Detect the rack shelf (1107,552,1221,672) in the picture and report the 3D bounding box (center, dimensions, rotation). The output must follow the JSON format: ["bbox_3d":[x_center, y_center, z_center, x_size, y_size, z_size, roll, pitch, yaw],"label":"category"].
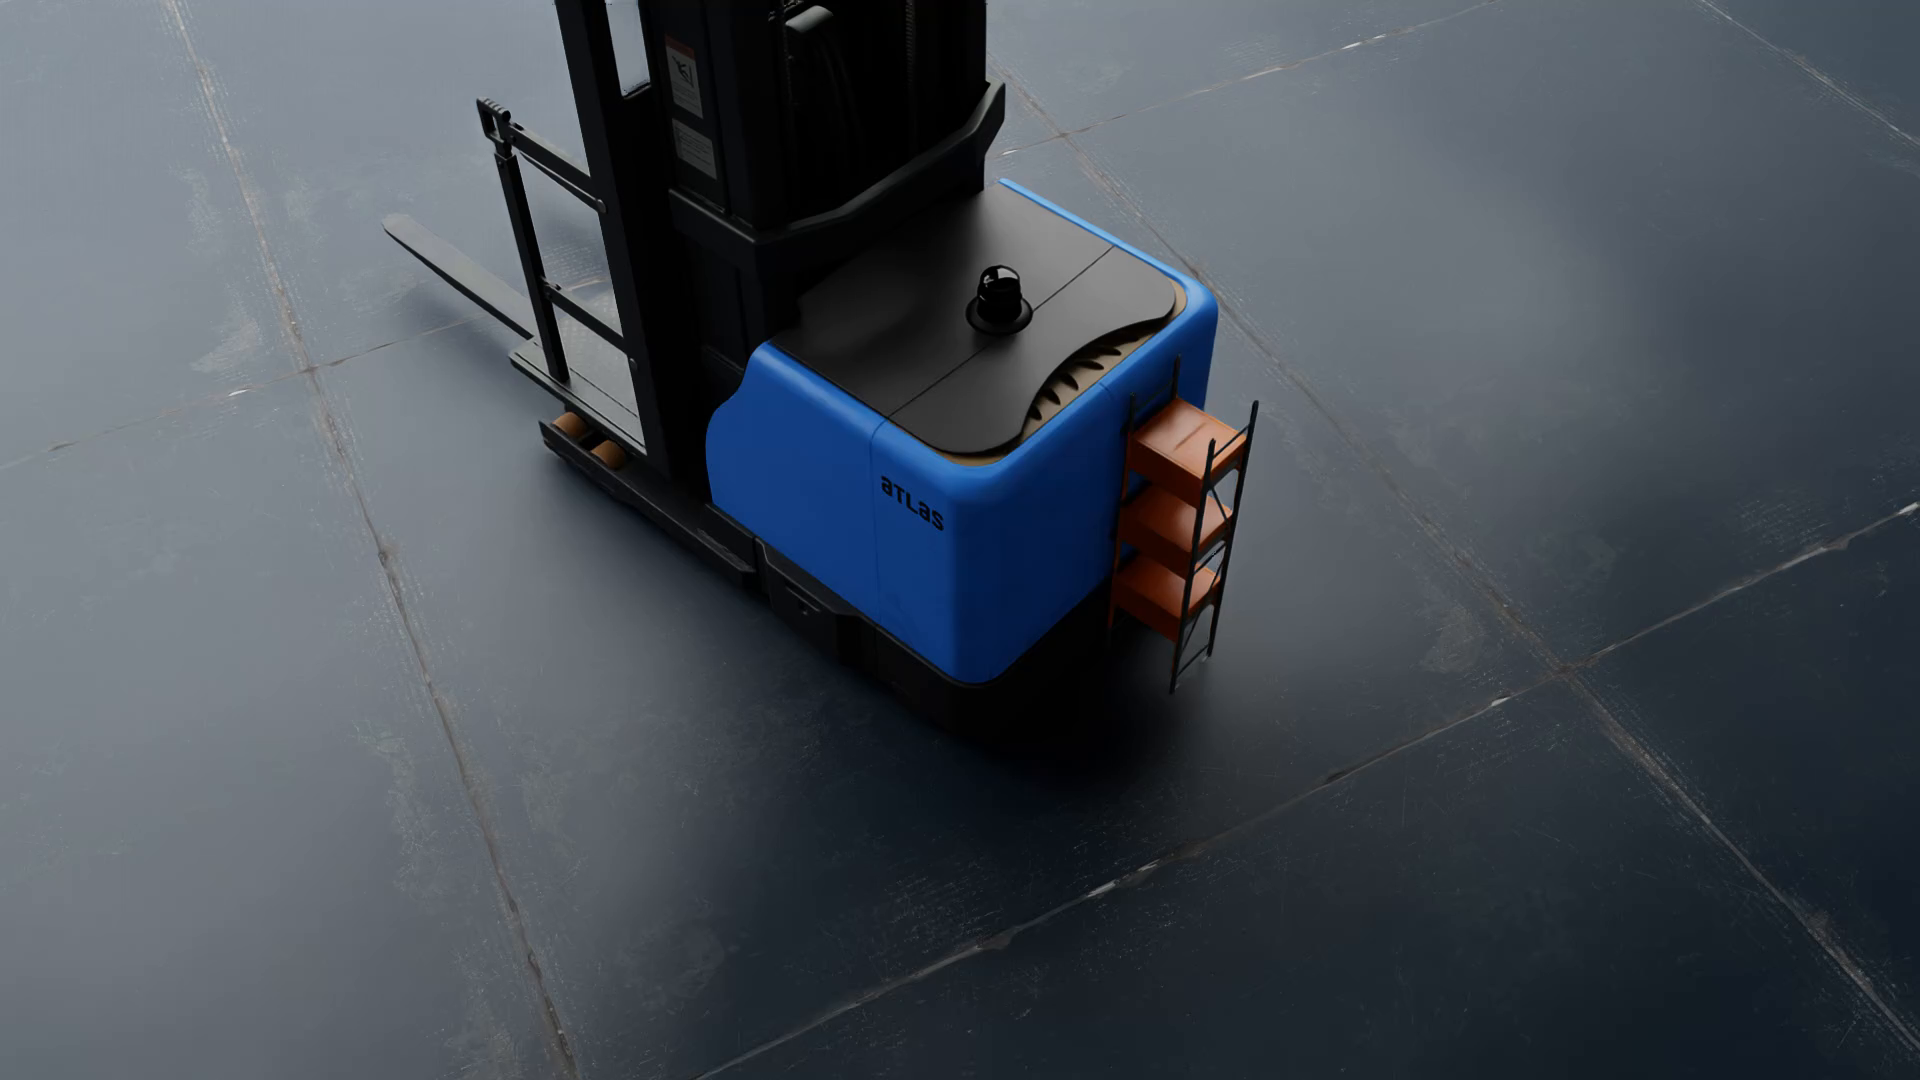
[{"bbox_3d":[0.589,0.179,4.780,0.240,0.259,0.215,34,57,26],"label":"rack shelf"}]

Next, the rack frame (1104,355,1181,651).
[{"bbox_3d":[0.498,-0.073,4.616,0.008,1.050,0.200,34,57,26],"label":"rack frame"}]

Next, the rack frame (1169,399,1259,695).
[{"bbox_3d":[0.680,0.050,4.509,0.008,1.050,0.200,34,57,26],"label":"rack frame"}]

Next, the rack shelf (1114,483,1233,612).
[{"bbox_3d":[0.589,-0.004,4.570,0.240,0.259,0.215,34,57,26],"label":"rack shelf"}]

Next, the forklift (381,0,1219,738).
[{"bbox_3d":[-0.728,-1.384,4.513,3.031,2.935,1.130,34,57,26],"label":"forklift"}]

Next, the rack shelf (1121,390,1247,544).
[{"bbox_3d":[0.589,-0.191,4.357,0.240,0.259,0.215,34,57,26],"label":"rack shelf"}]

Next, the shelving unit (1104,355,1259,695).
[{"bbox_3d":[0.589,-0.011,4.562,0.252,1.050,0.215,34,57,26],"label":"shelving unit"}]
